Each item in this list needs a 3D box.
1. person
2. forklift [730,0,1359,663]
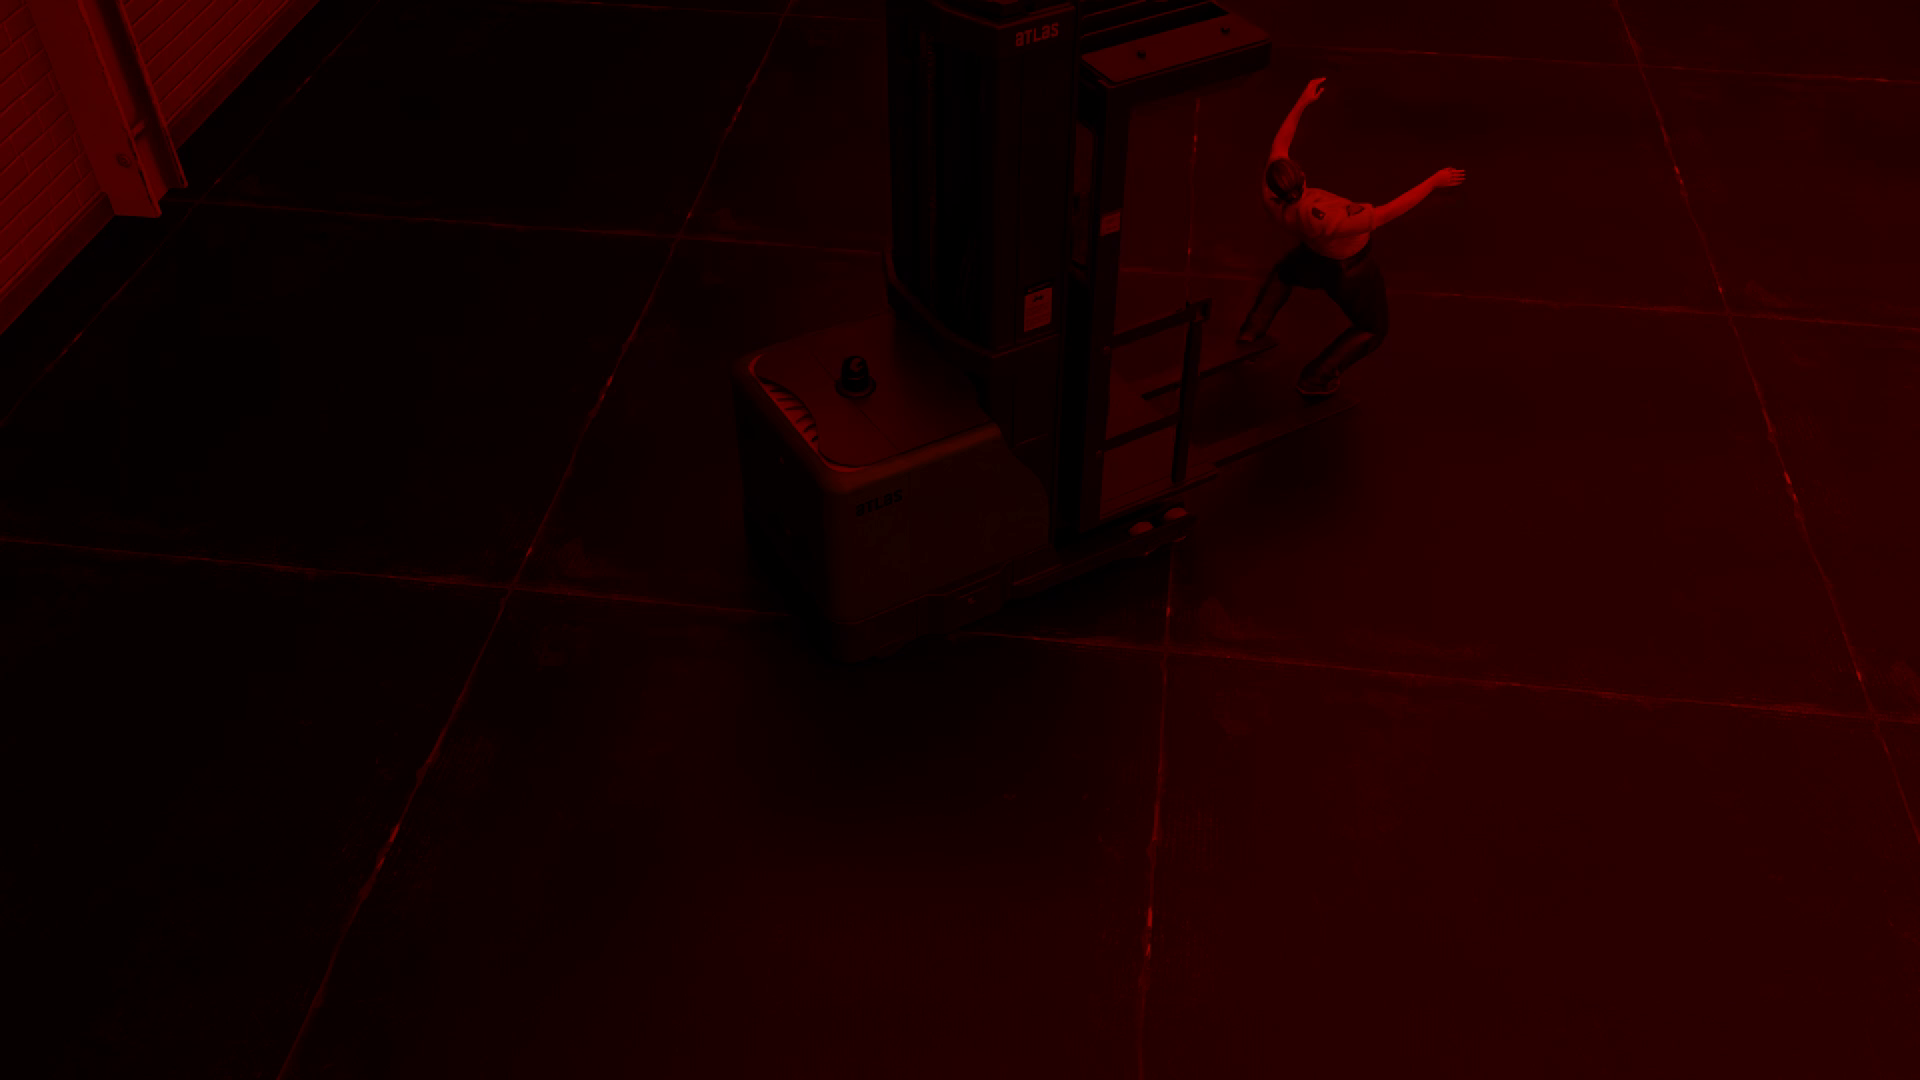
[{"bbox_3d":[1.839,-1.376,8.207,0.955,1.560,0.649,33,52,31],"label":"person"},{"bbox_3d":[0.526,-1.290,7.129,3.031,2.935,1.130,-22,47,-22],"label":"forklift"}]
